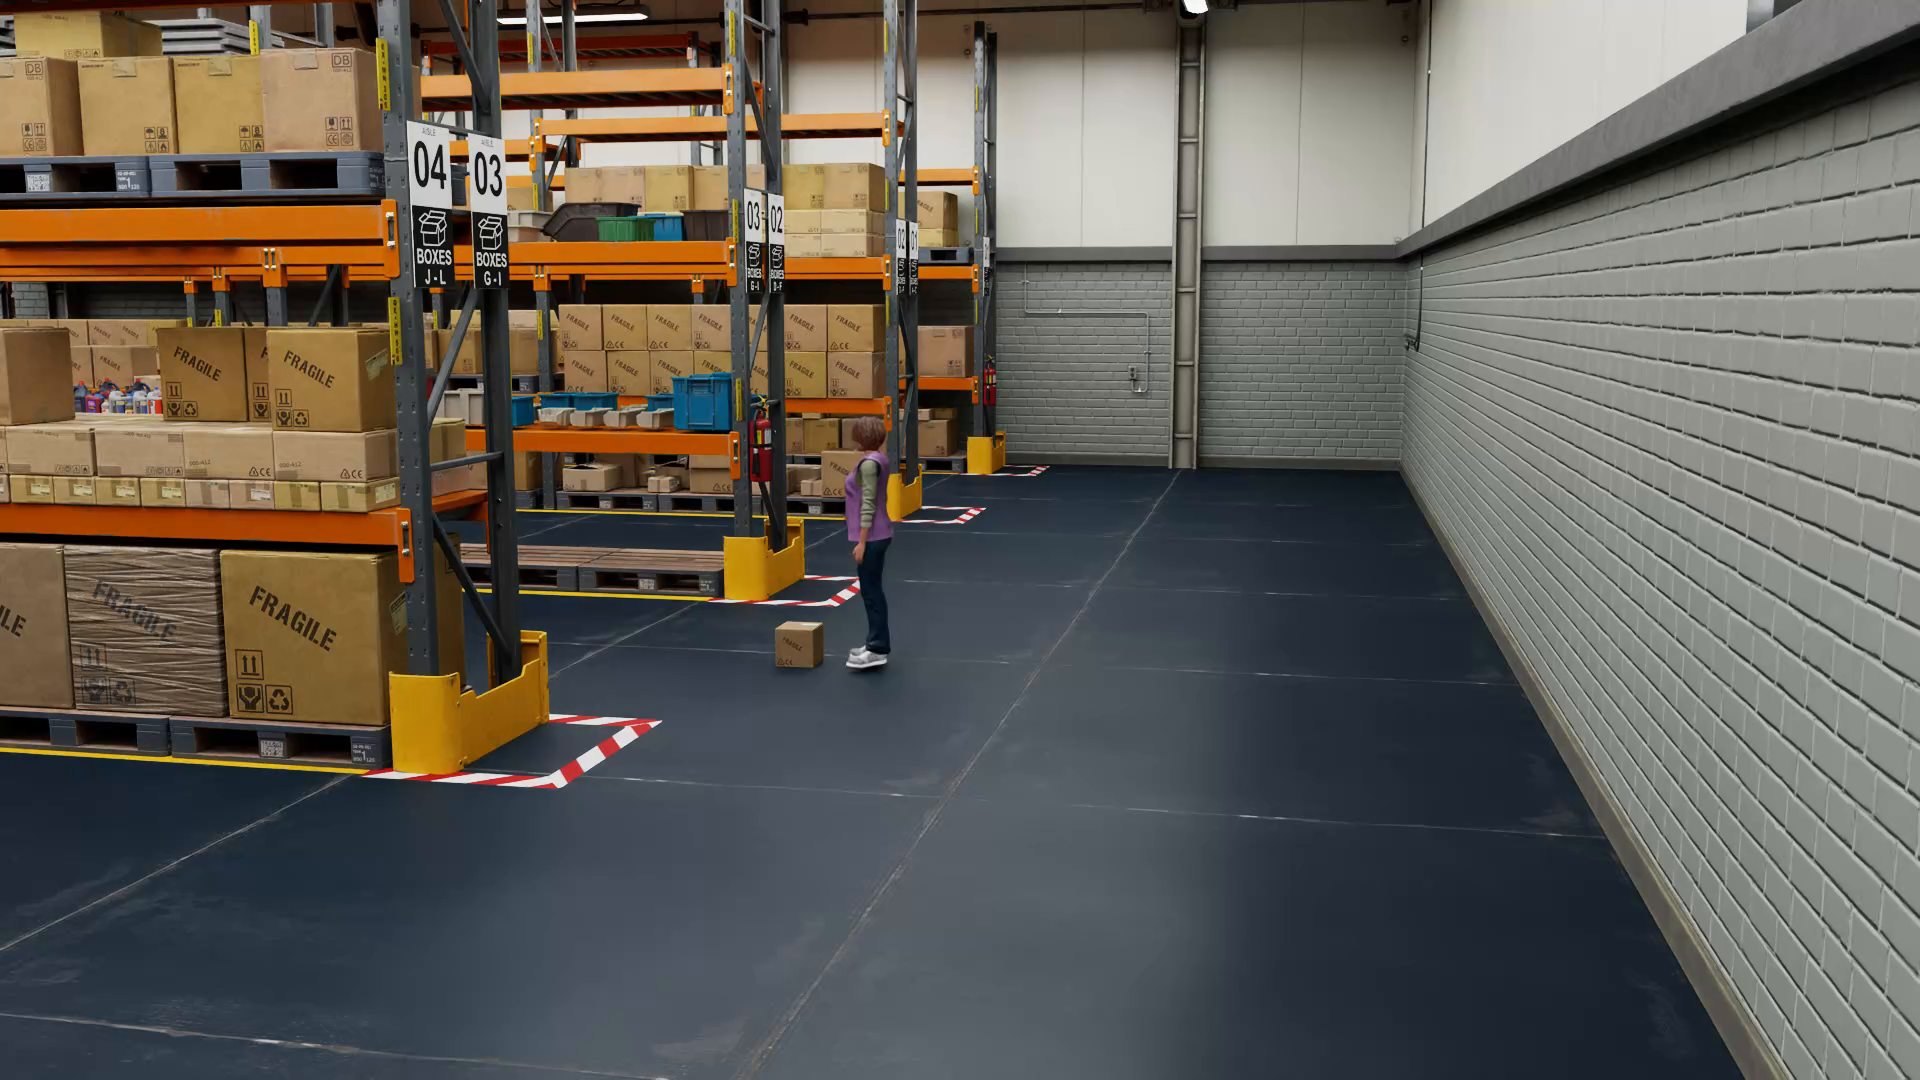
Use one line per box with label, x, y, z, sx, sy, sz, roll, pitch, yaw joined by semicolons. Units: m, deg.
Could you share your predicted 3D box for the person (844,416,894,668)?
person;-0.584;0.014;10.641;0.323;1.593;0.435;1;8;5
